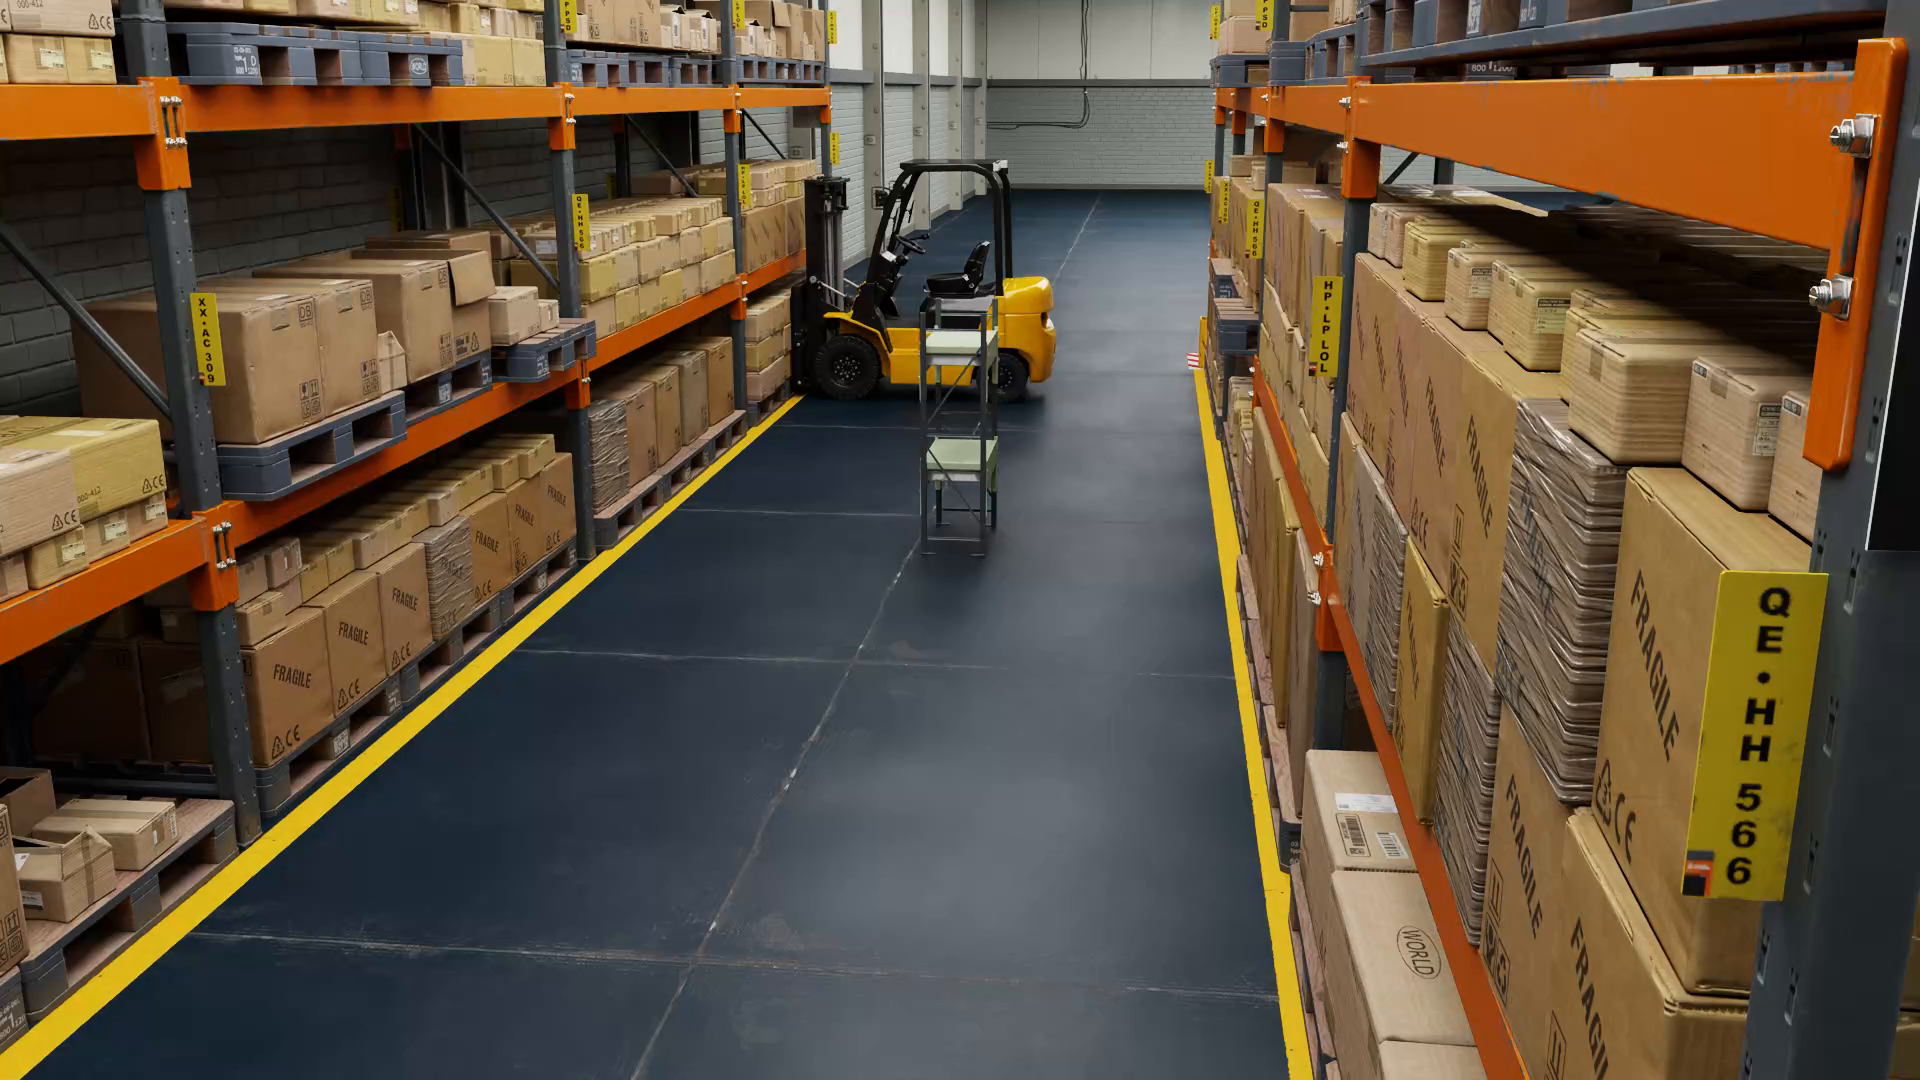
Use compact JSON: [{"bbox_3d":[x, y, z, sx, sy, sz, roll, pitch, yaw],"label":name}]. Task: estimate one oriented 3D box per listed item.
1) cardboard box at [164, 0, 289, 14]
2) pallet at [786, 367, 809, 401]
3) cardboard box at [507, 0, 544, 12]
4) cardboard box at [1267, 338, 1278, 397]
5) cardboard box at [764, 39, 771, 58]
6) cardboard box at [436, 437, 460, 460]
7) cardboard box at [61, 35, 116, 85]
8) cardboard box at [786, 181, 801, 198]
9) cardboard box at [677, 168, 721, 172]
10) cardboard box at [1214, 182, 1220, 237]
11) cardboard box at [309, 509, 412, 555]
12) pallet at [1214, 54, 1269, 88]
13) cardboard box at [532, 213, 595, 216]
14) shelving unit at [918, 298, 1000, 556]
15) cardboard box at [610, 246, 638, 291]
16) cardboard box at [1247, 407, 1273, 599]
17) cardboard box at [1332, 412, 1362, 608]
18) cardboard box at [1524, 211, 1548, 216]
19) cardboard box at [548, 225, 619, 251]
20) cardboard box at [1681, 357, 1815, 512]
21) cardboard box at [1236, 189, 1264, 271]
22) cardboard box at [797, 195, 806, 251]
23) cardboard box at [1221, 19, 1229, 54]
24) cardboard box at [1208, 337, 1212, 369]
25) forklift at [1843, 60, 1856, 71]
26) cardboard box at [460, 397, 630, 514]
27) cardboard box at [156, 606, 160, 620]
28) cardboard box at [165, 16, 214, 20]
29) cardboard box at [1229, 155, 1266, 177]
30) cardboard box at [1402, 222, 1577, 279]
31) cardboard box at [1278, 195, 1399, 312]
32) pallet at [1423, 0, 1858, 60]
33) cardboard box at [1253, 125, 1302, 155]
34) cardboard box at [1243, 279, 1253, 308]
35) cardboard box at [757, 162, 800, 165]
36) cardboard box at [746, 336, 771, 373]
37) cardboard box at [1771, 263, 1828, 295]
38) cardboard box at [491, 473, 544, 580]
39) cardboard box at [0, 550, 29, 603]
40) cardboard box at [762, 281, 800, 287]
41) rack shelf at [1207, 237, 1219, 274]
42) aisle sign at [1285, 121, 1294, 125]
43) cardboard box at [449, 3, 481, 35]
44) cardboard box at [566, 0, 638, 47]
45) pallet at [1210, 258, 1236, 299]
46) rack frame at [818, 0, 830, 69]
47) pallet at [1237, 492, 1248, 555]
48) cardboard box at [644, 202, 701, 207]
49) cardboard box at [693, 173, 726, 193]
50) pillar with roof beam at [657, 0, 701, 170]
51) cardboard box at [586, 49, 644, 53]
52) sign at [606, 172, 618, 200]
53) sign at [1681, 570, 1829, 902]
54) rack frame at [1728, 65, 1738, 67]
[{"bbox_3d":[-2.707,-2.013,6.097,0.380,0.149,0.250,2,15,7],"label":"cardboard box"},{"bbox_3d":[-2.031,-1.554,16.005,1.003,0.211,1.213,2,15,6],"label":"pallet"},{"bbox_3d":[-2.493,-2.954,9.048,0.380,0.149,0.250,2,15,8],"label":"cardboard box"},{"bbox_3d":[1.838,-0.870,8.419,0.500,0.250,0.500,1,15,5],"label":"cardboard box"},{"bbox_3d":[-1.858,-4.262,14.418,0.380,0.149,0.250,2,15,8],"label":"cardboard box"},{"bbox_3d":[-3.117,-0.524,9.594,0.380,0.149,0.250,2,15,9],"label":"cardboard box"},{"bbox_3d":[-2.947,-1.528,5.301,0.380,0.149,0.250,2,15,6],"label":"cardboard box"},{"bbox_3d":[-1.727,-3.345,15.852,0.380,0.149,0.250,2,15,7],"label":"cardboard box"},{"bbox_3d":[-2.385,-3.306,15.137,0.380,0.149,0.250,2,15,6],"label":"cardboard box"},{"bbox_3d":[2.646,-3.081,15.547,0.500,0.500,0.500,1,15,5],"label":"cardboard box"},{"bbox_3d":[-2.810,-0.038,7.797,0.380,0.149,0.250,2,15,8],"label":"cardboard box"},{"bbox_3d":[2.346,-3.164,11.230,1.213,0.211,1.003,2,15,6],"label":"pallet"},{"bbox_3d":[-2.759,-2.191,11.584,0.380,0.149,0.250,2,15,8],"label":"cardboard box"},{"bbox_3d":[0.001,-0.726,10.473,0.431,1.500,0.755,2,15,6],"label":"shelving unit"},{"bbox_3d":[-2.398,-1.747,10.706,0.500,0.250,0.500,2,15,8],"label":"cardboard box"},{"bbox_3d":[2.023,-0.196,8.905,0.875,0.875,0.875,2,15,6],"label":"cardboard box"},{"bbox_3d":[1.419,-0.092,5.065,0.500,0.500,0.500,2,15,8],"label":"cardboard box"},{"bbox_3d":[2.157,-1.057,6.718,0.500,0.500,0.500,1,15,5],"label":"cardboard box"},{"bbox_3d":[-2.387,-1.913,10.554,0.380,0.149,0.250,2,15,8],"label":"cardboard box"},{"bbox_3d":[1.128,-0.130,2.047,0.380,0.149,0.250,2,15,7],"label":"cardboard box"},{"bbox_3d":[2.062,-1.981,10.677,0.500,0.500,0.500,1,15,2],"label":"cardboard box"},{"bbox_3d":[-1.766,-3.061,16.045,0.500,0.500,0.500,1,15,5],"label":"cardboard box"},{"bbox_3d":[2.115,-3.540,11.742,0.500,0.250,0.500,1,15,6],"label":"cardboard box"},{"bbox_3d":[2.656,-1.812,16.081,0.500,0.250,0.500,2,15,8],"label":"cardboard box"},{"bbox_3d":[4.736,-1.009,8.779,1.130,2.935,3.031,2,15,7],"label":"forklift"},{"bbox_3d":[-2.664,-0.558,10.725,0.875,0.625,0.625,2,15,8],"label":"cardboard box"},{"bbox_3d":[-3.420,0.215,6.861,0.380,0.149,0.250,2,15,6],"label":"cardboard box"},{"bbox_3d":[-3.241,-2.165,6.662,0.380,0.149,0.250,1,15,4],"label":"cardboard box"},{"bbox_3d":[2.231,-2.829,12.569,0.380,0.149,0.250,2,15,6],"label":"cardboard box"},{"bbox_3d":[1.350,-0.731,4.267,0.380,0.149,0.250,2,15,6],"label":"cardboard box"},{"bbox_3d":[1.765,-1.343,7.775,0.500,0.500,0.500,2,15,8],"label":"cardboard box"},{"bbox_3d":[1.490,-1.036,3.169,1.003,0.211,1.213,2,15,6],"label":"pallet"},{"bbox_3d":[3.246,-3.806,16.313,0.700,0.500,0.500,1,15,5],"label":"cardboard box"},{"bbox_3d":[1.929,-1.507,10.166,0.380,0.149,0.250,2,15,6],"label":"cardboard box"},{"bbox_3d":[-1.778,-3.625,16.319,0.380,0.149,0.250,2,15,7],"label":"cardboard box"},{"bbox_3d":[-1.936,-1.611,14.379,0.500,0.250,0.500,2,15,6],"label":"cardboard box"},{"bbox_3d":[1.813,-0.449,3.228,0.380,0.149,0.250,1,15,5],"label":"cardboard box"},{"bbox_3d":[-2.649,-0.091,9.237,0.500,0.500,0.500,1,15,5],"label":"cardboard box"},{"bbox_3d":[-3.054,0.112,4.983,0.380,0.149,0.250,2,15,8],"label":"cardboard box"},{"bbox_3d":[-1.687,-2.381,16.269,0.500,0.250,0.500,2,15,7],"label":"cardboard box"},{"bbox_3d":[2.861,-2.404,15.185,1.077,0.370,4.000,2,15,6],"label":"rack shelf"},{"bbox_3d":[3.382,-4.533,16.698,0.394,0.787,0.004,2,15,6],"label":"aisle sign"},{"bbox_3d":[-2.638,-2.610,8.344,0.380,0.149,0.250,2,15,6],"label":"cardboard box"},{"bbox_3d":[-2.467,-3.402,10.564,0.700,0.500,0.500,1,15,5],"label":"cardboard box"},{"bbox_3d":[2.405,-1.946,12.480,1.003,0.211,1.213,2,15,6],"label":"pallet"},{"bbox_3d":[-1.846,-6.311,16.763,1.000,3.000,0.127,2,15,6],"label":"rack frame"},{"bbox_3d":[2.274,-0.052,10.449,1.003,0.211,1.213,2,15,6],"label":"pallet"},{"bbox_3d":[-2.206,-2.515,12.782,0.380,0.149,0.250,2,15,6],"label":"cardboard box"},{"bbox_3d":[-2.044,-3.028,14.109,0.380,0.149,0.250,2,15,7],"label":"cardboard box"},{"bbox_3d":[1.458,-6.031,15.725,9.100,9.000,0.400,2,15,6],"label":"pillar with roof beam"},{"bbox_3d":[-2.588,-3.741,12.490,0.380,0.149,0.250,2,15,6],"label":"cardboard box"},{"bbox_3d":[-2.849,-2.850,13.645,0.100,0.325,0.005,2,15,6],"label":"sign"},{"bbox_3d":[0.744,0.187,1.553,0.100,0.325,0.005,2,15,6],"label":"sign"},{"bbox_3d":[8.016,-6.047,15.784,1.000,3.000,0.127,2,15,6],"label":"rack frame"}]
